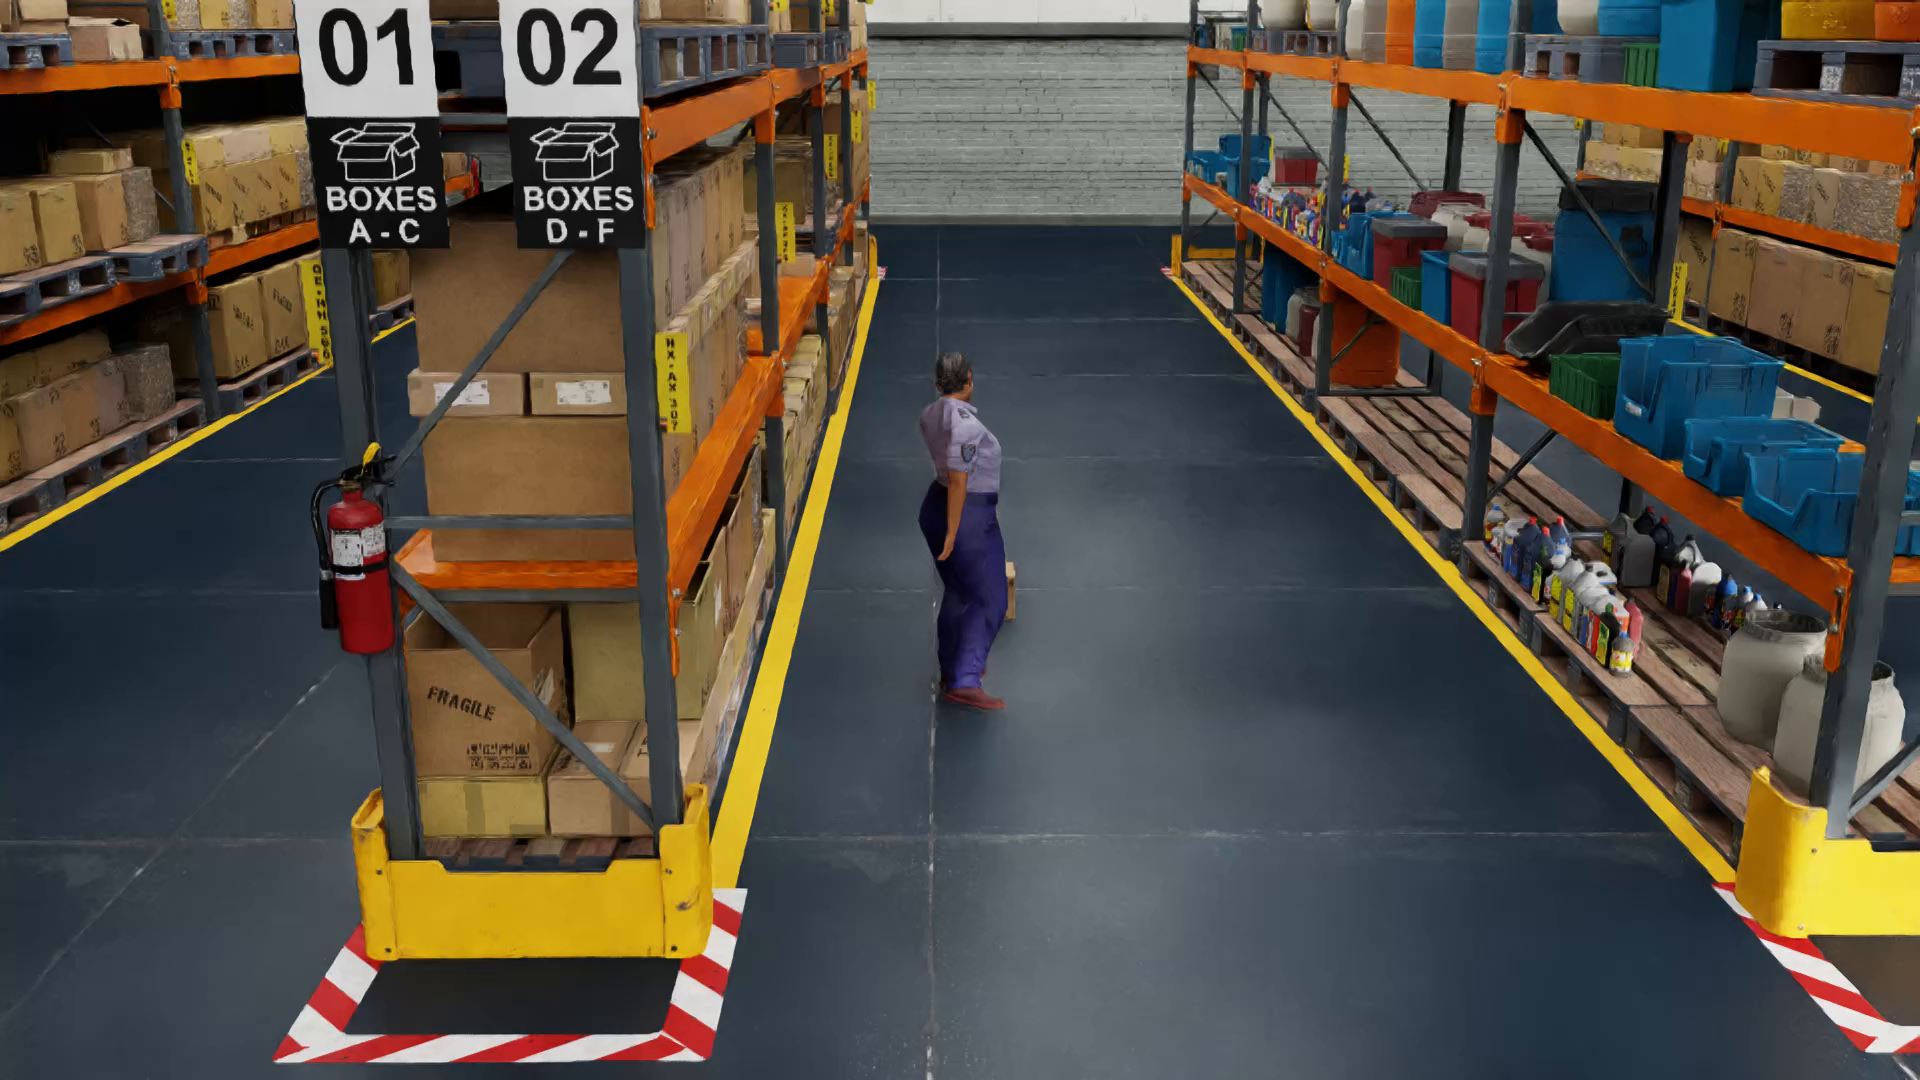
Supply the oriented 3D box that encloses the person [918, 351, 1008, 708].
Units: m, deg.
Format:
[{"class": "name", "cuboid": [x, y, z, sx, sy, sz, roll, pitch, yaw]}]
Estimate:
[{"class": "person", "cuboid": [0.054, -0.034, 7.724, 0.447, 1.617, 0.722, -9, 19, -27]}]
